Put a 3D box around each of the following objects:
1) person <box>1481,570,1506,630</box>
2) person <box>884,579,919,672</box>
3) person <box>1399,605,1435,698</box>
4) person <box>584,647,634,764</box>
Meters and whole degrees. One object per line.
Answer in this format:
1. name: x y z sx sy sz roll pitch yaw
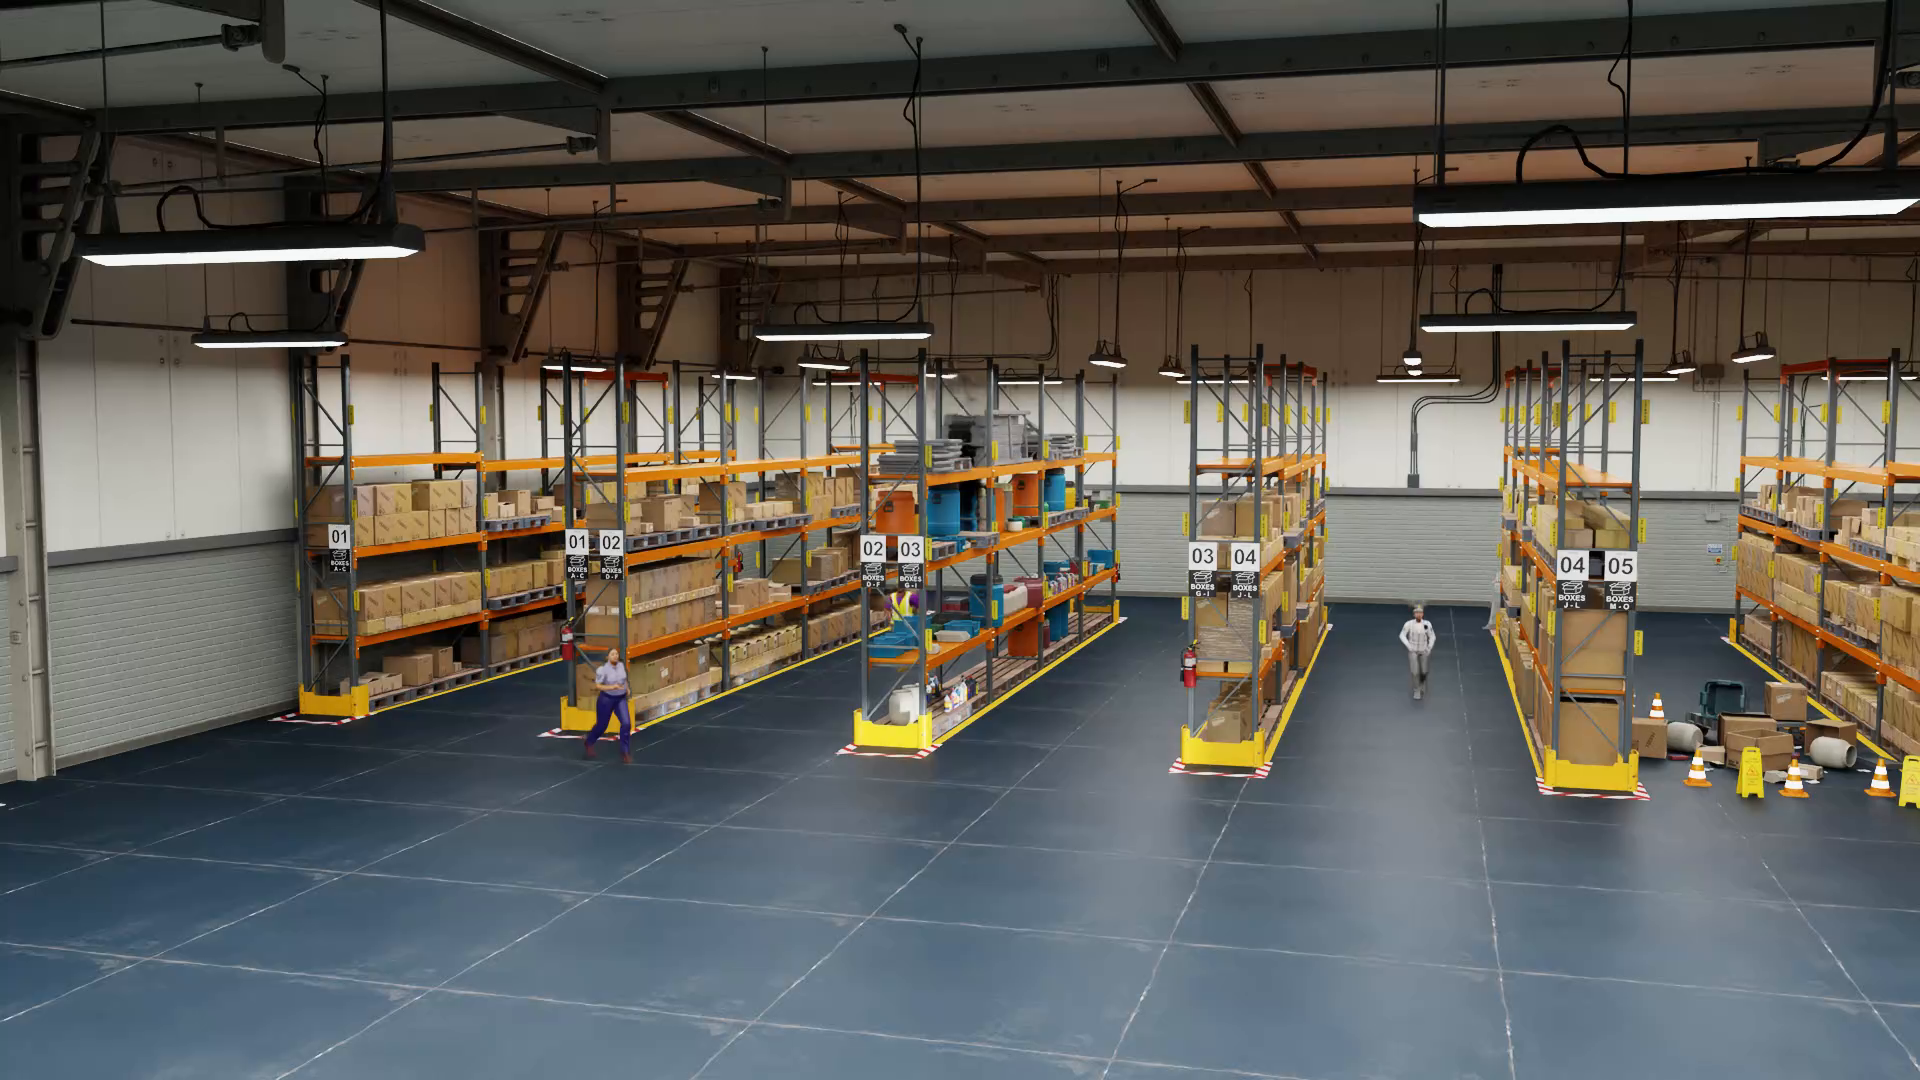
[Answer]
1. person: 12.646 1.224 38.707 0.951 1.785 0.701 0 4 -6
2. person: -1.084 1.562 30.478 0.691 1.745 0.586 1 4 17
3. person: 8.104 1.968 29.465 0.625 1.664 0.542 1 4 12
4. person: -5.069 2.380 24.118 0.613 1.688 0.908 -4 6 -43
